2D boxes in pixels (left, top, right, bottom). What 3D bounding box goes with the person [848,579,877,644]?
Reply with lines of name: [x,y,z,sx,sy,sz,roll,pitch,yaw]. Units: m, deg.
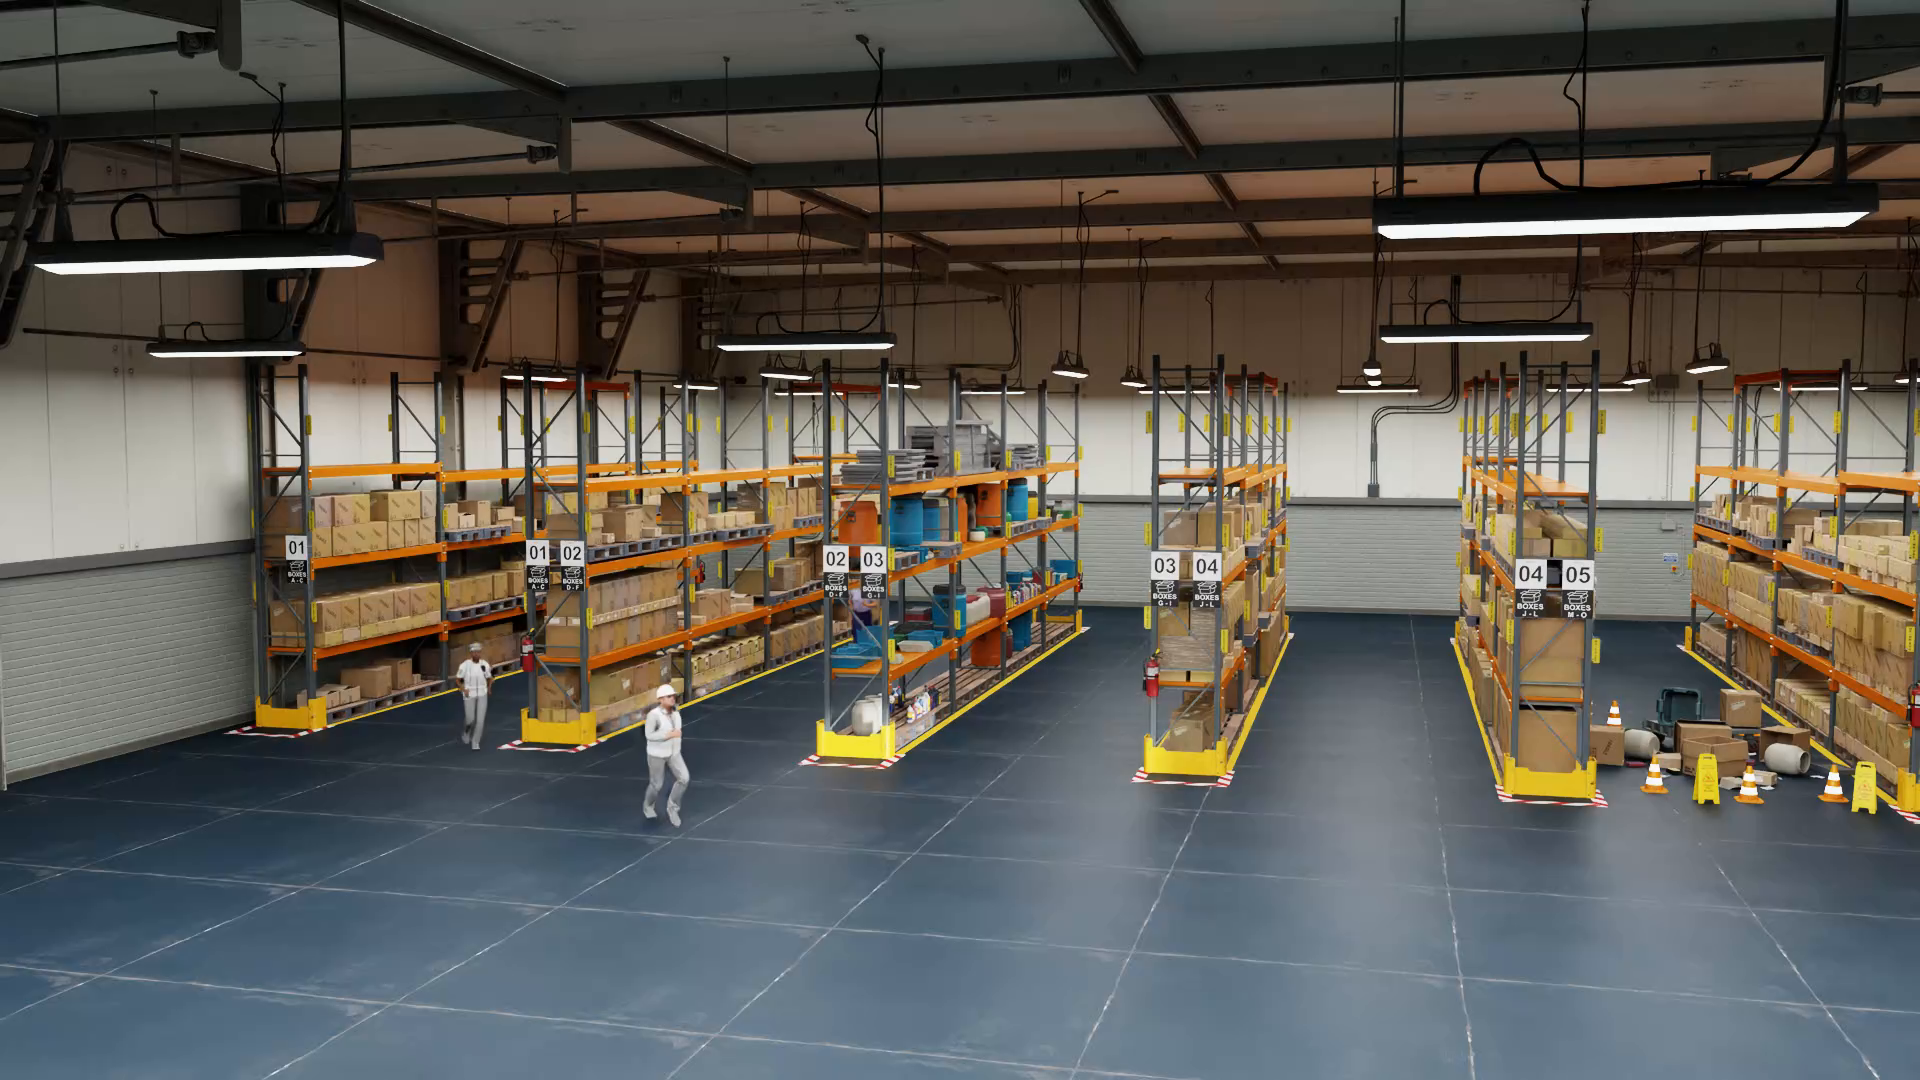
person: [-1.961,1.595,33.258,0.601,1.667,0.854,0,4,2]

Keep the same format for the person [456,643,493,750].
person: [-7.486,2.404,25.697,0.558,1.653,0.549,-2,4,-28]

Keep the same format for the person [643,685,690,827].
person: [-3.703,2.688,20.817,0.827,1.790,0.680,3,5,41]
